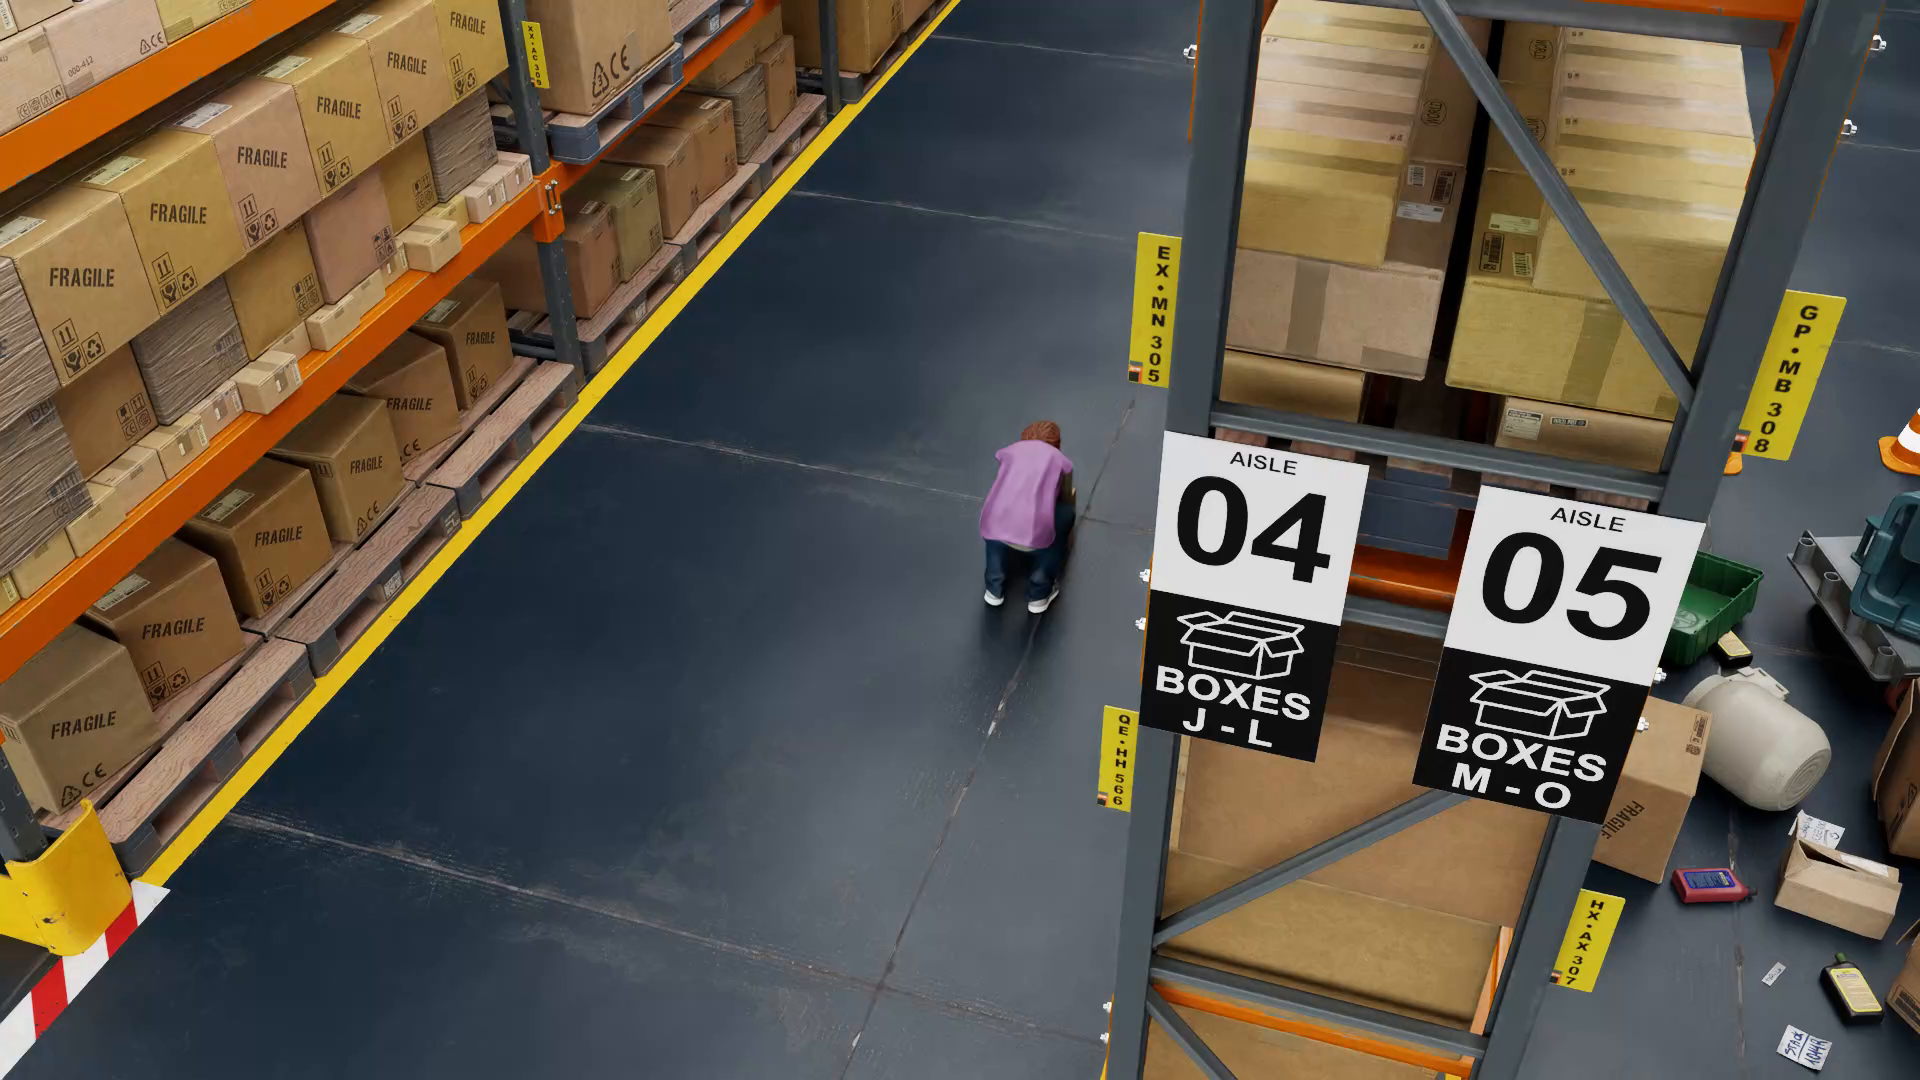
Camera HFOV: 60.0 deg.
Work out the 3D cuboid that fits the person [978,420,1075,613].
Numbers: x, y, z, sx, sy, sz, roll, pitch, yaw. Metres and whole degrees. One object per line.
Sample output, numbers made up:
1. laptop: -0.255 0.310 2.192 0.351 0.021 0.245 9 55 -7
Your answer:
1. person: 0.324 -0.098 7.771 0.421 0.738 0.872 10 39 13
